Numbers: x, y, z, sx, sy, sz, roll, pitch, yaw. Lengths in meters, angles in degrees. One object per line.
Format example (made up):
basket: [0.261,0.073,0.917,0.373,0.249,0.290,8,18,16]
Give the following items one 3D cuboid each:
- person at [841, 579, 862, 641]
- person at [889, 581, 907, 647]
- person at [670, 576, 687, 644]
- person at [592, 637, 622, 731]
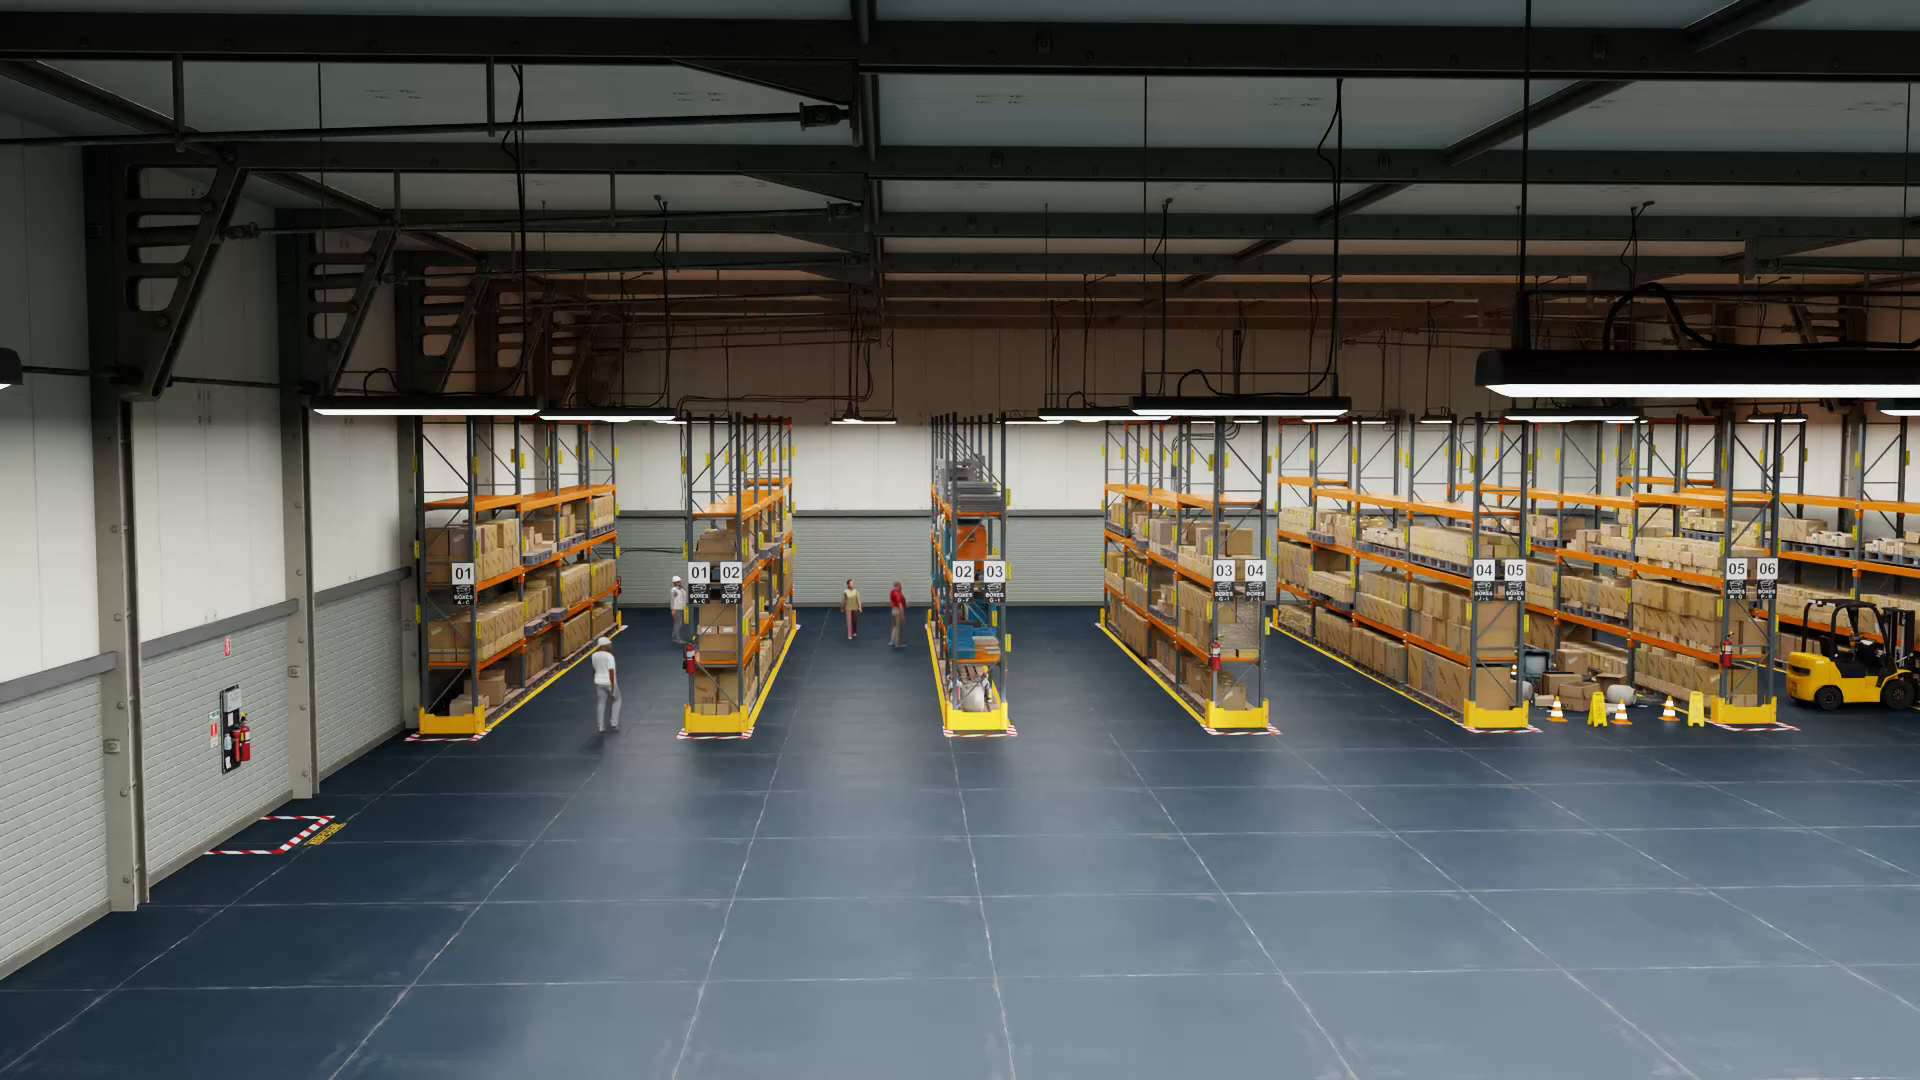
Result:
person: [-2.930,1.878,44.781,0.562,1.601,1.064,0,4,-6]
person: [-1.583,1.917,43.017,0.428,1.709,0.615,-2,4,-25]
person: [-7.433,1.842,44.068,0.425,1.783,0.552,0,4,6]
person: [-6.656,2.722,31.263,0.543,1.812,0.533,1,4,16]
